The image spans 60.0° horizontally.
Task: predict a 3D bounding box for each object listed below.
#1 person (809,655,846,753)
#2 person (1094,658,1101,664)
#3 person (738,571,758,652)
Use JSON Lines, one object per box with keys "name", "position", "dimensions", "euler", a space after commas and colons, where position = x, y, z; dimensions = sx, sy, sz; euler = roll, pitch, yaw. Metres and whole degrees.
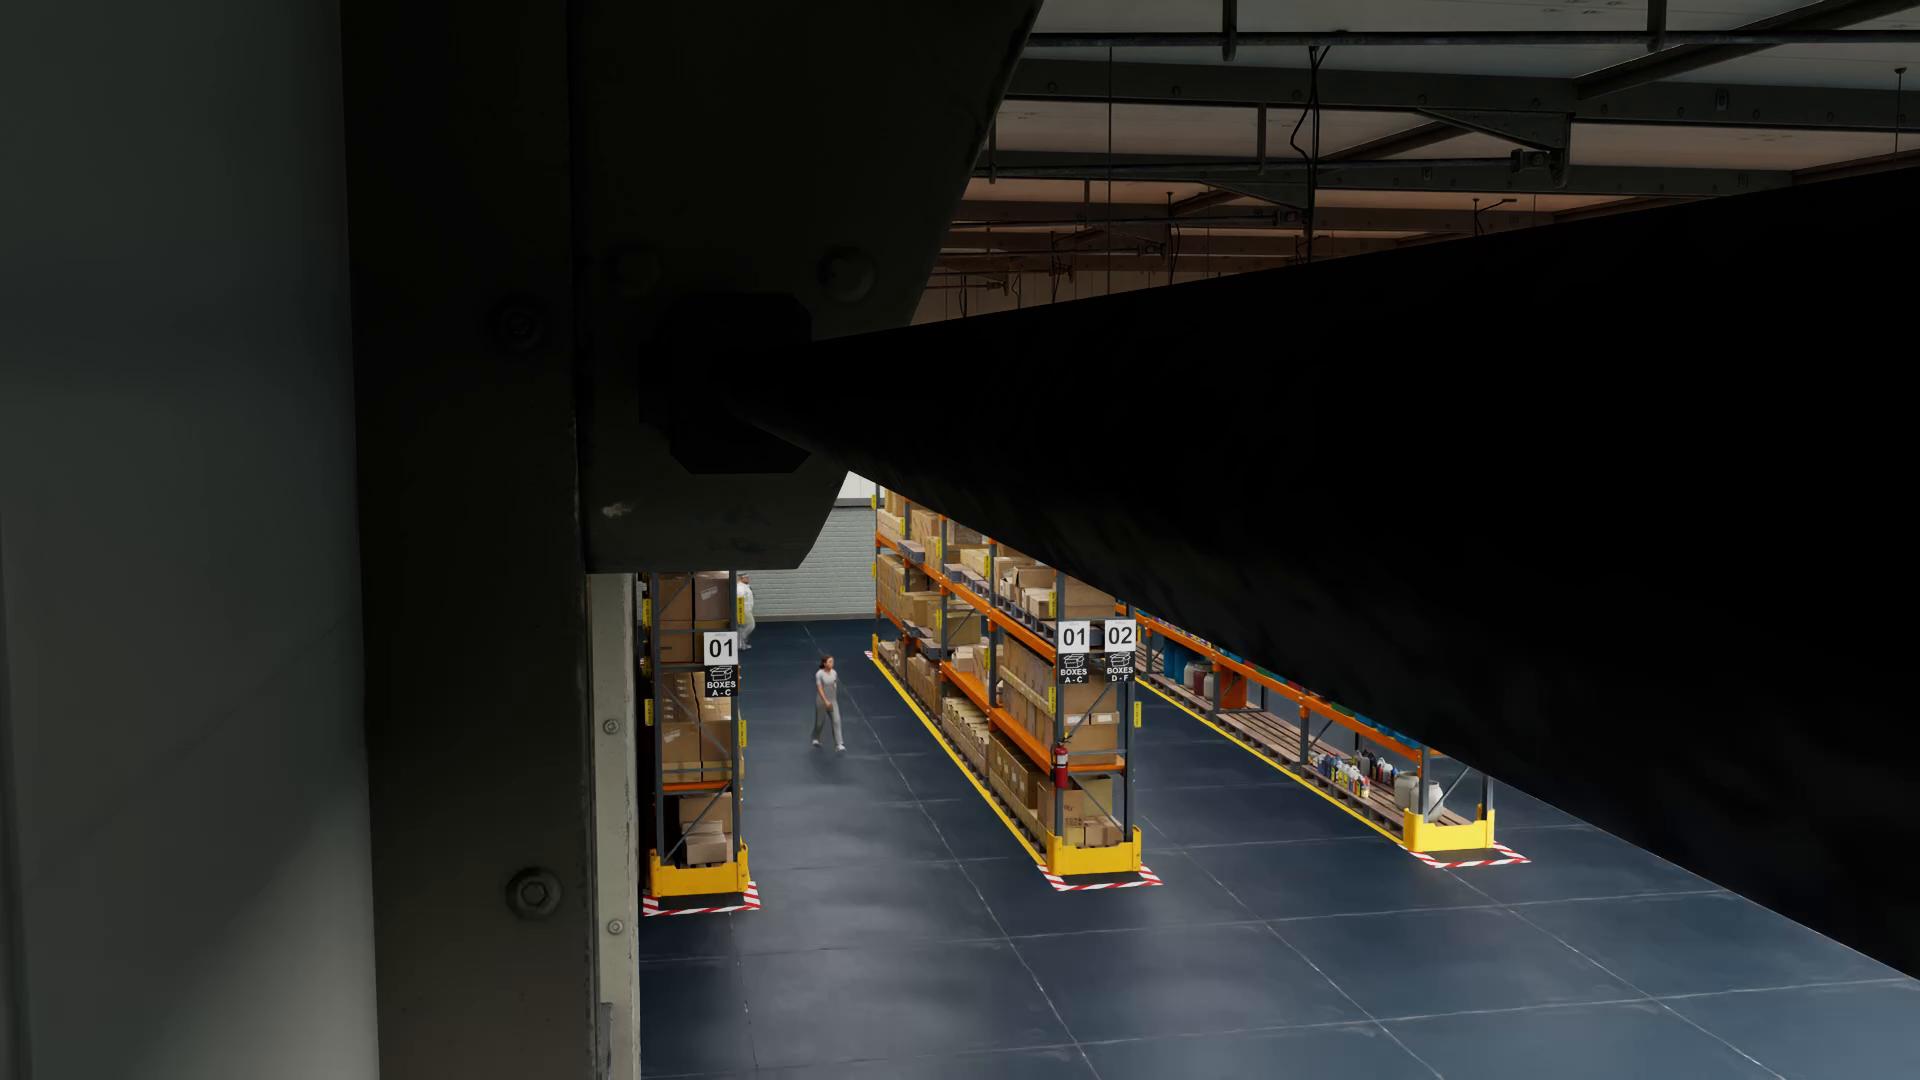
{"name": "person", "position": [-2.174, 2.710, 27.644], "dimensions": [0.419, 1.583, 1.097], "euler": [-4, 7, -33]}
{"name": "person", "position": [2.668, 2.032, 33.945], "dimensions": [0.540, 1.613, 0.992], "euler": [-1, 6, -6]}
{"name": "person", "position": [-4.805, 1.613, 37.568], "dimensions": [0.467, 1.827, 0.556], "euler": [-1, 6, -9]}
